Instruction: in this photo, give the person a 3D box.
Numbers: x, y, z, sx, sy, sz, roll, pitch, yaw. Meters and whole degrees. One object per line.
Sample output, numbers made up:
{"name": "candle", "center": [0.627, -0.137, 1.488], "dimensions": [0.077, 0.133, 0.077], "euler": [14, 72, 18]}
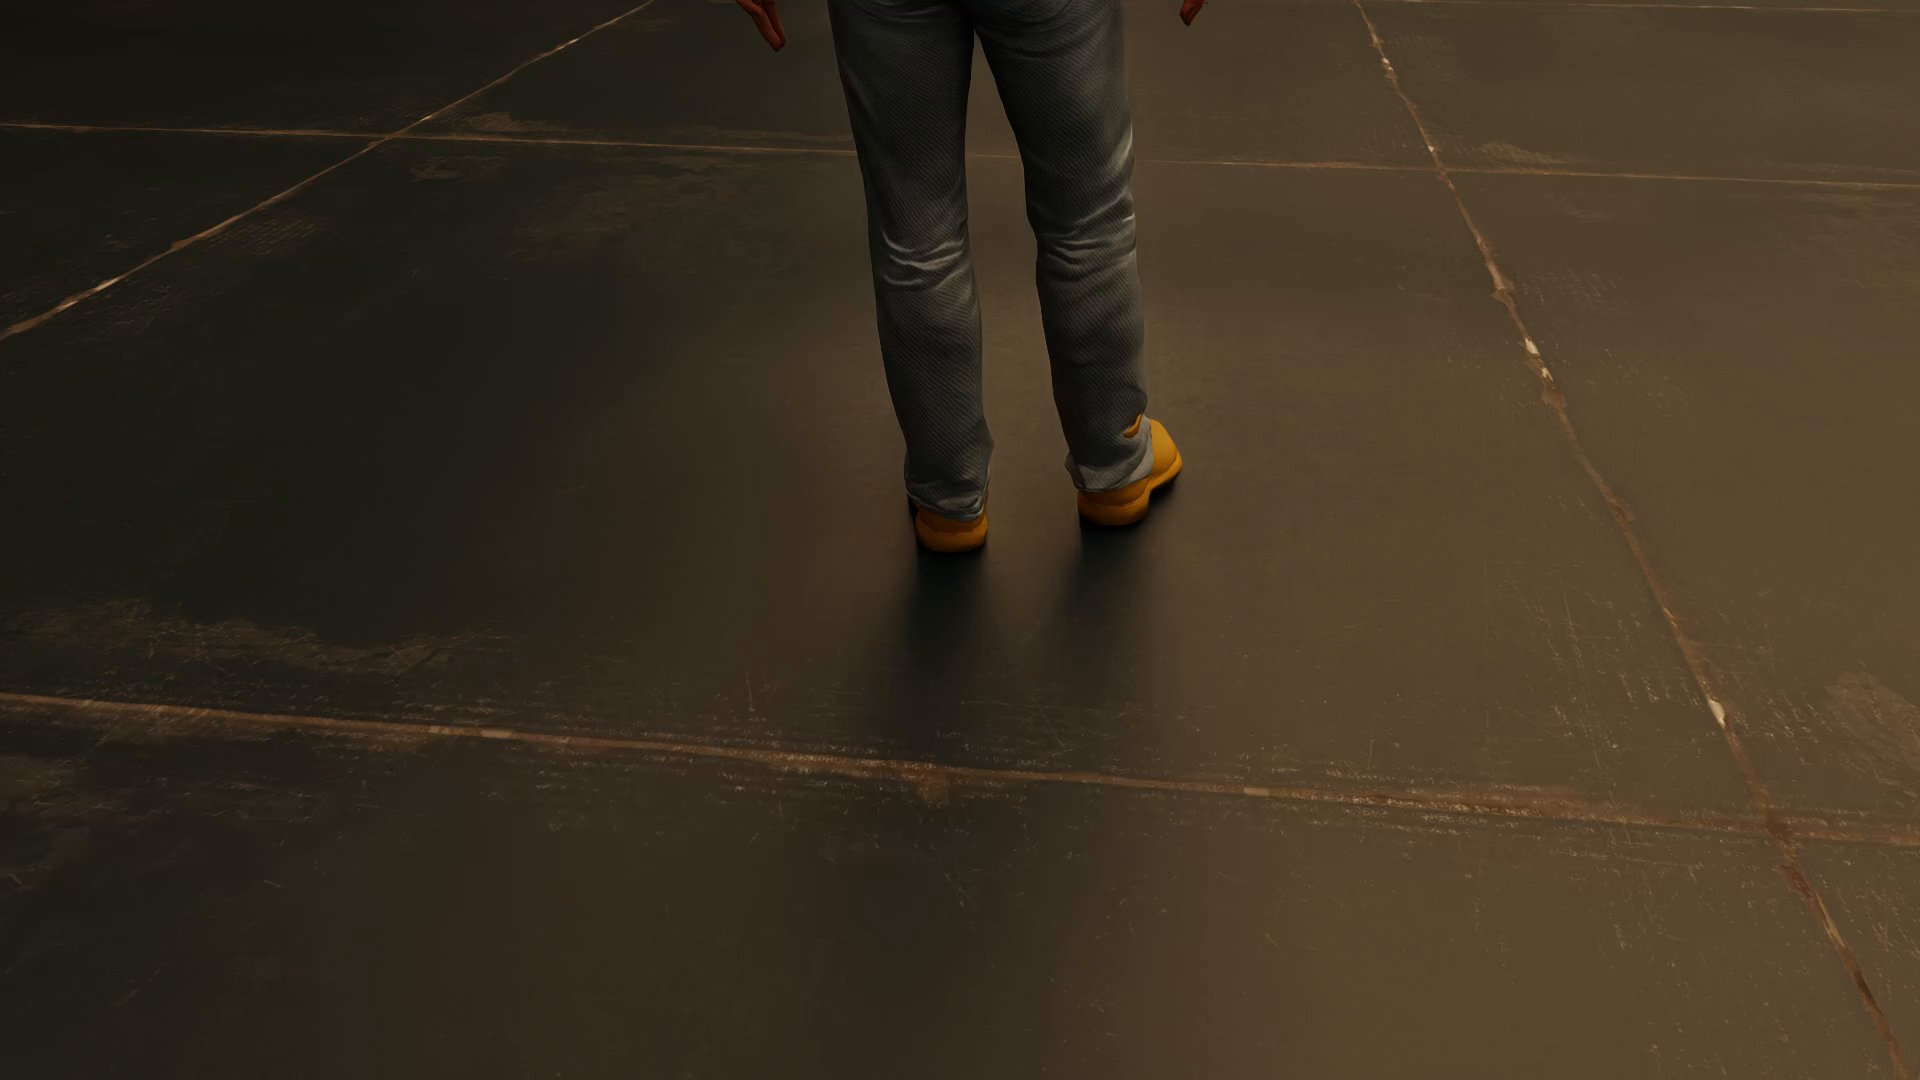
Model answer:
{"name": "person", "center": [0.014, -0.827, 2.164], "dimensions": [0.666, 1.768, 0.575], "euler": [3, 27, 7]}
